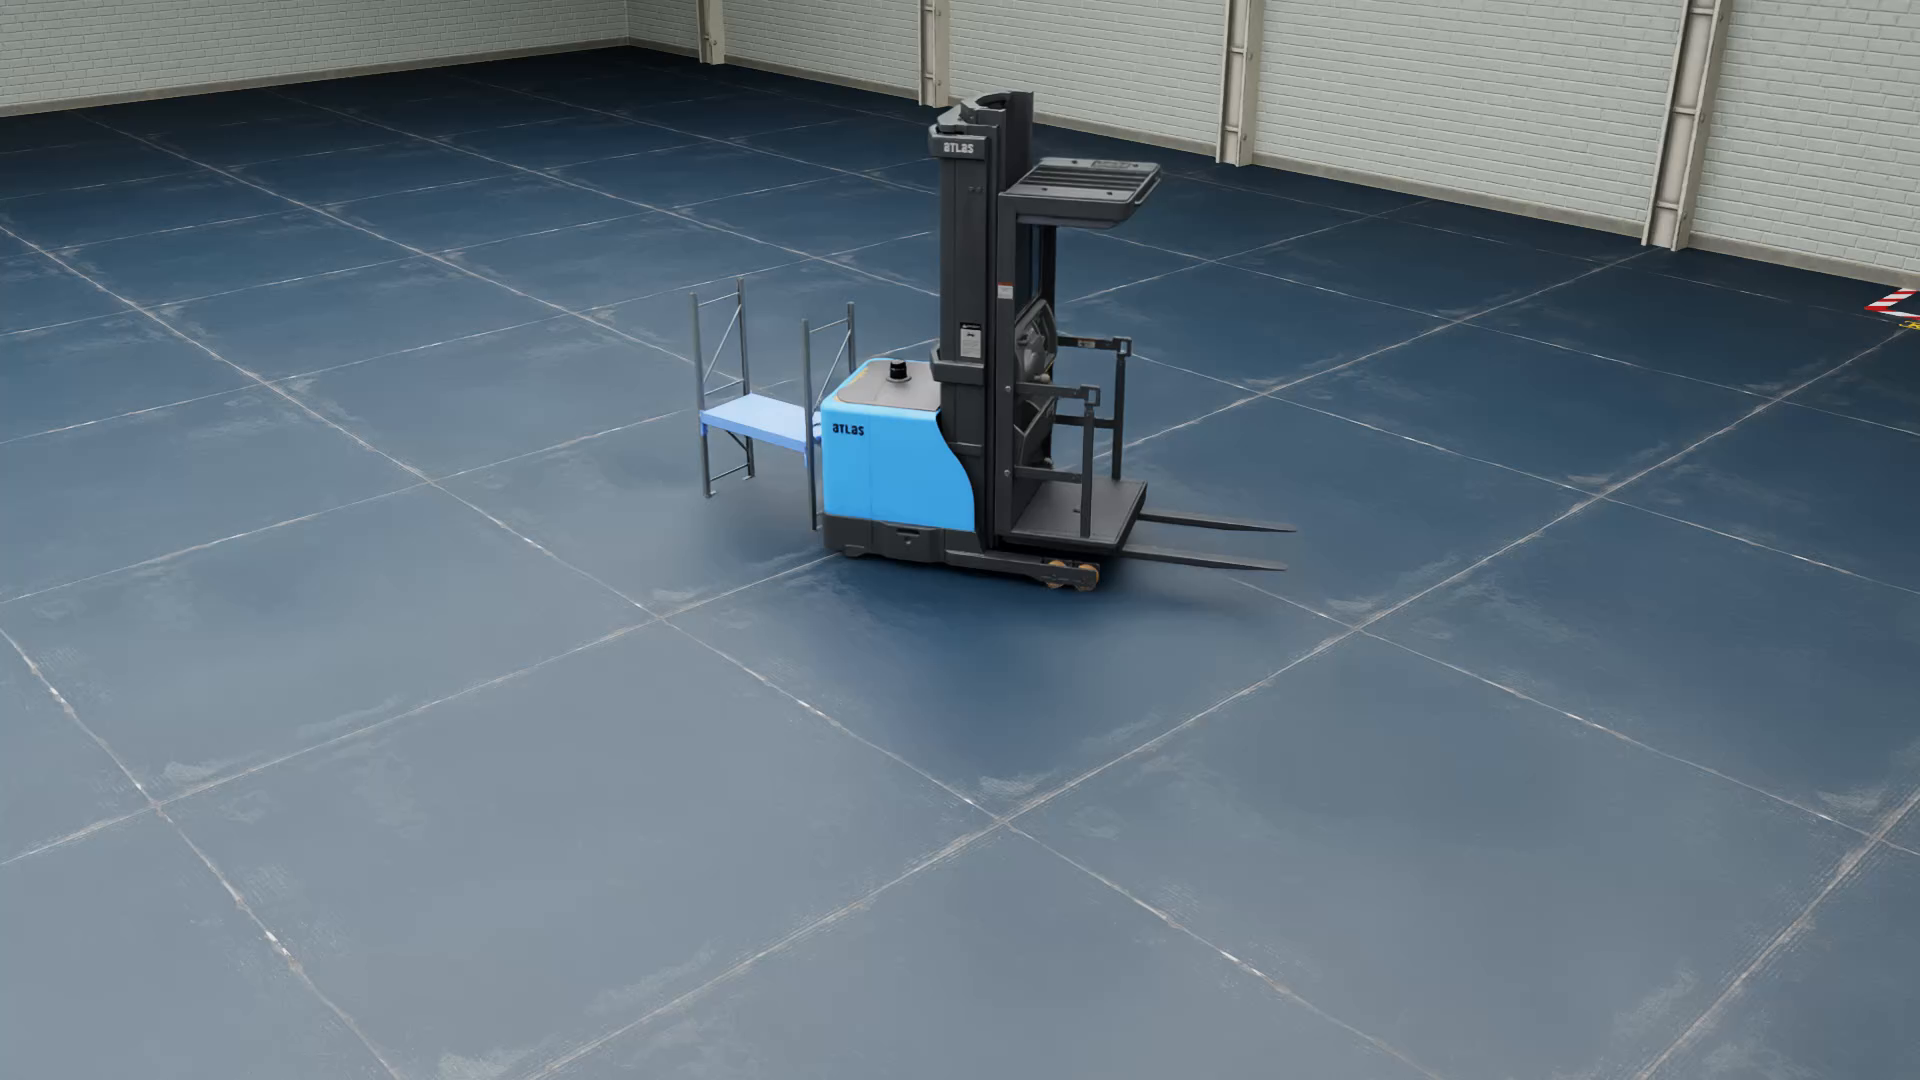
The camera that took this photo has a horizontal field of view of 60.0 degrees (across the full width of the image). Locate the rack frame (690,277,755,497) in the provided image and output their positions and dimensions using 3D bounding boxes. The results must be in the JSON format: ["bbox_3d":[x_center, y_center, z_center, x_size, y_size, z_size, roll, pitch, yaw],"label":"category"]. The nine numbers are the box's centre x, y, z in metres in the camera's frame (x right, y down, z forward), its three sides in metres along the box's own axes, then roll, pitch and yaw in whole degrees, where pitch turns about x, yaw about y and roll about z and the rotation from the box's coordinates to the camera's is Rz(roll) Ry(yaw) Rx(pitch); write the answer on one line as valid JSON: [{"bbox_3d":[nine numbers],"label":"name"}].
[{"bbox_3d":[-1.679,-1.076,11.802,0.032,1.500,0.500,17,30,33],"label":"rack frame"}]

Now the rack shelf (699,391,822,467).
[{"bbox_3d":[-1.273,-0.785,11.598,1.000,0.185,0.538,17,30,33],"label":"rack shelf"}]

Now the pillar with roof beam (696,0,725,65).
[{"bbox_3d":[-7.654,-11.584,25.800,9.100,9.000,0.400,-21,32,-38],"label":"pillar with roof beam"}]

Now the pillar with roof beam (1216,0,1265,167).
[{"bbox_3d":[0.548,-7.948,17.831,9.100,9.000,0.400,-21,32,-38],"label":"pillar with roof beam"}]

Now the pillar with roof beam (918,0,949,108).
[{"bbox_3d":[-3.553,-9.766,21.816,9.100,9.000,0.400,-21,32,-38],"label":"pillar with roof beam"}]

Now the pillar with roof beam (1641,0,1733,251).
[{"bbox_3d":[4.649,-6.131,13.846,9.100,9.000,0.400,-21,32,-38],"label":"pillar with roof beam"}]

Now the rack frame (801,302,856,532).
[{"bbox_3d":[-0.868,-0.822,11.244,0.032,1.500,0.500,17,30,33],"label":"rack frame"}]

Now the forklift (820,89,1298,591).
[{"bbox_3d":[0.667,-1.255,10.470,3.031,2.935,1.130,7,25,15],"label":"forklift"}]

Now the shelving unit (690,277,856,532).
[{"bbox_3d":[-1.273,-0.949,11.523,1.048,1.500,0.538,17,30,33],"label":"shelving unit"}]
